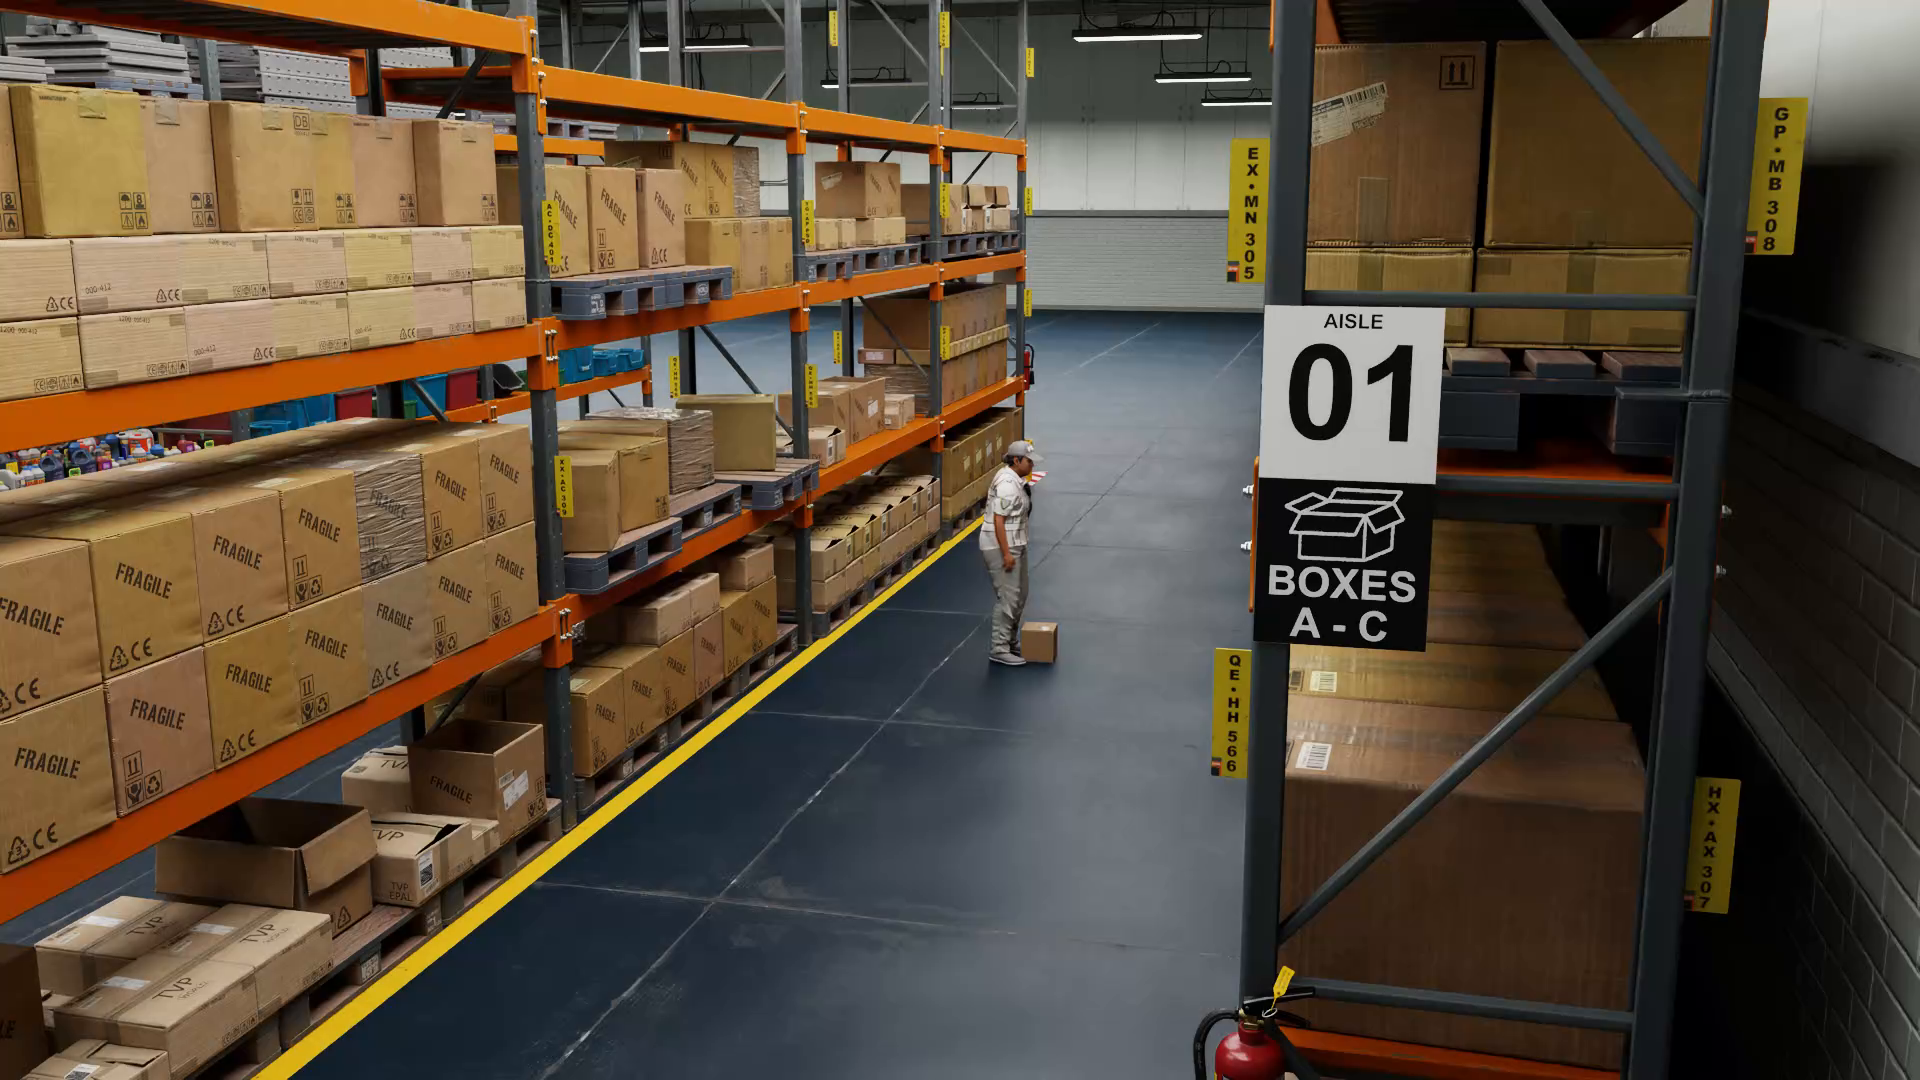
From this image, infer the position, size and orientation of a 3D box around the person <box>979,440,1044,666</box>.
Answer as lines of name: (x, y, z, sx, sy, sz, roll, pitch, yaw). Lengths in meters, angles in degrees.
person: (0.393, 0.076, 12.562, 0.473, 1.666, 0.547, 3, 12, 13)
